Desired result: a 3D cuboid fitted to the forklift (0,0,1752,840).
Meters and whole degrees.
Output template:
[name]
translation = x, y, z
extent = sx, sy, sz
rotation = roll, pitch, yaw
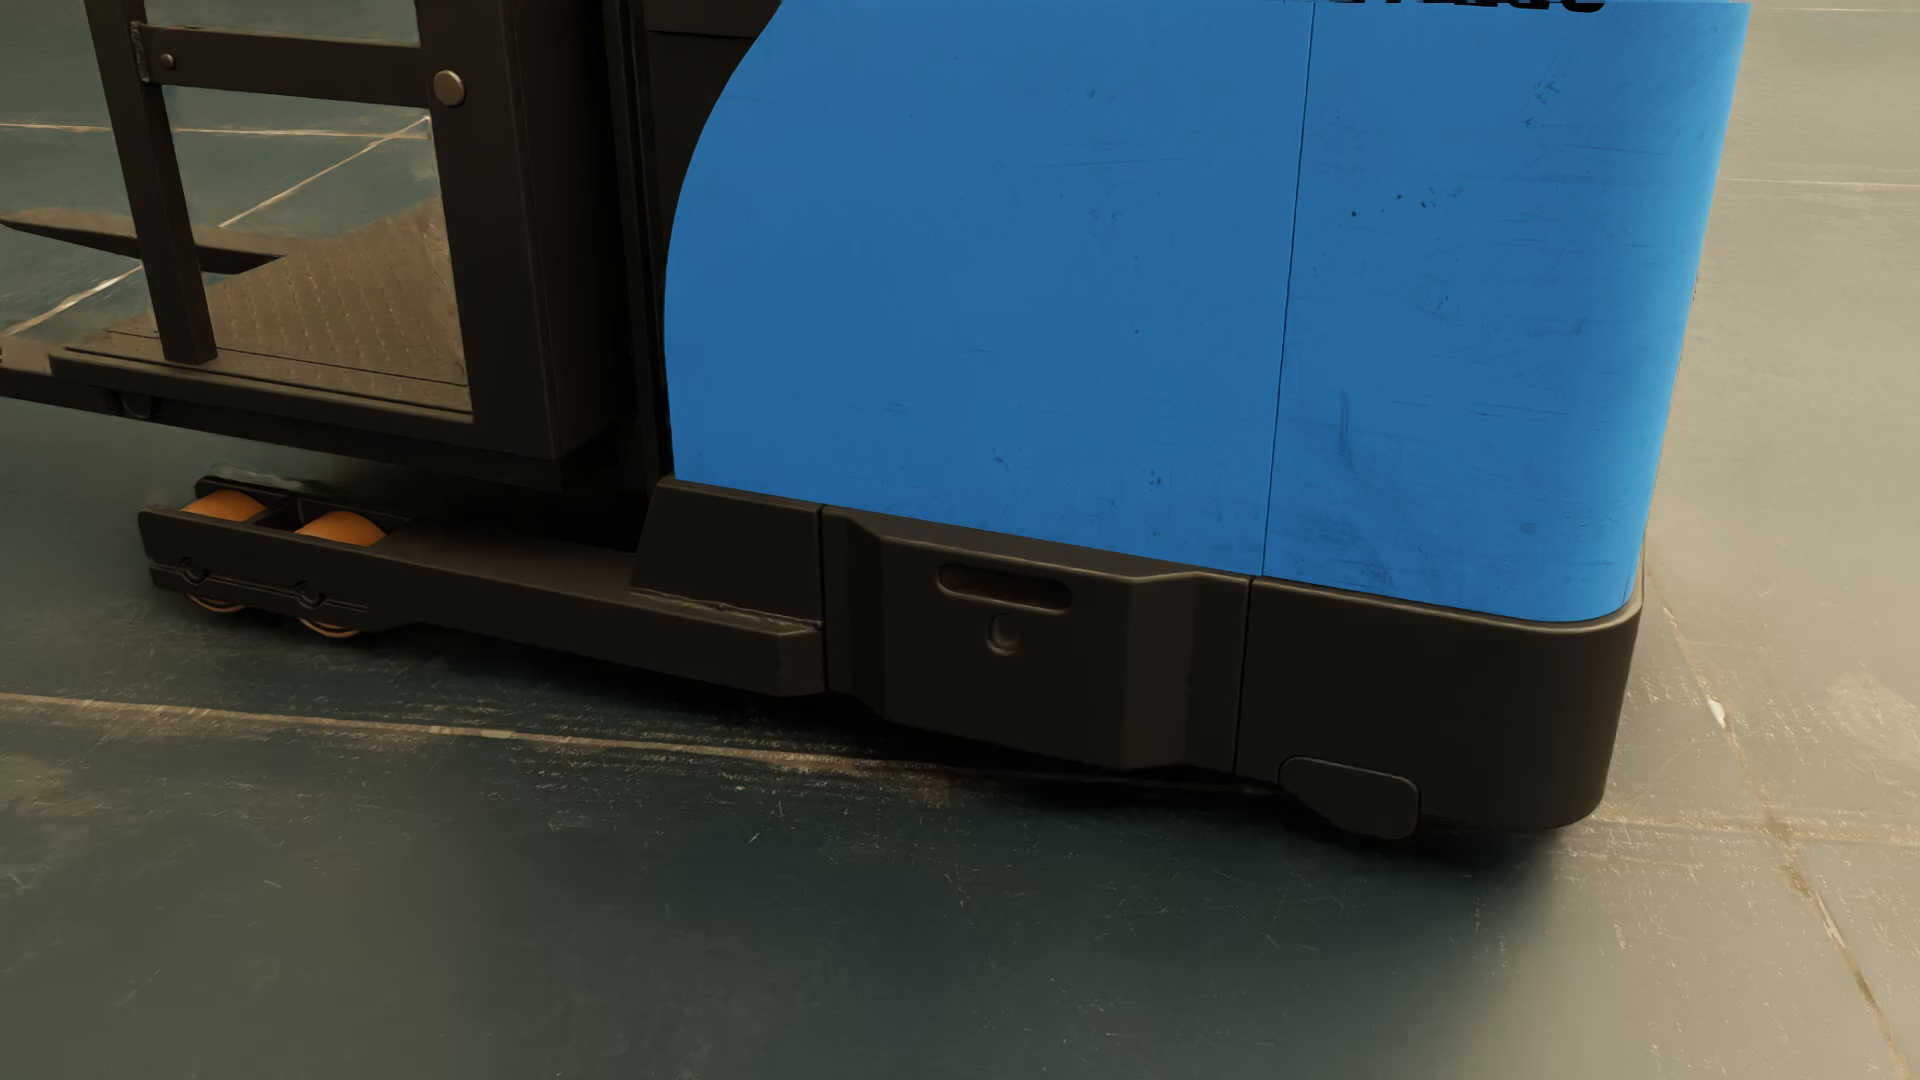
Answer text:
[forklift]
translation = -0.576, -1.389, 2.000
extent = 3.031, 2.935, 1.130
rotation = 10, 28, 19
